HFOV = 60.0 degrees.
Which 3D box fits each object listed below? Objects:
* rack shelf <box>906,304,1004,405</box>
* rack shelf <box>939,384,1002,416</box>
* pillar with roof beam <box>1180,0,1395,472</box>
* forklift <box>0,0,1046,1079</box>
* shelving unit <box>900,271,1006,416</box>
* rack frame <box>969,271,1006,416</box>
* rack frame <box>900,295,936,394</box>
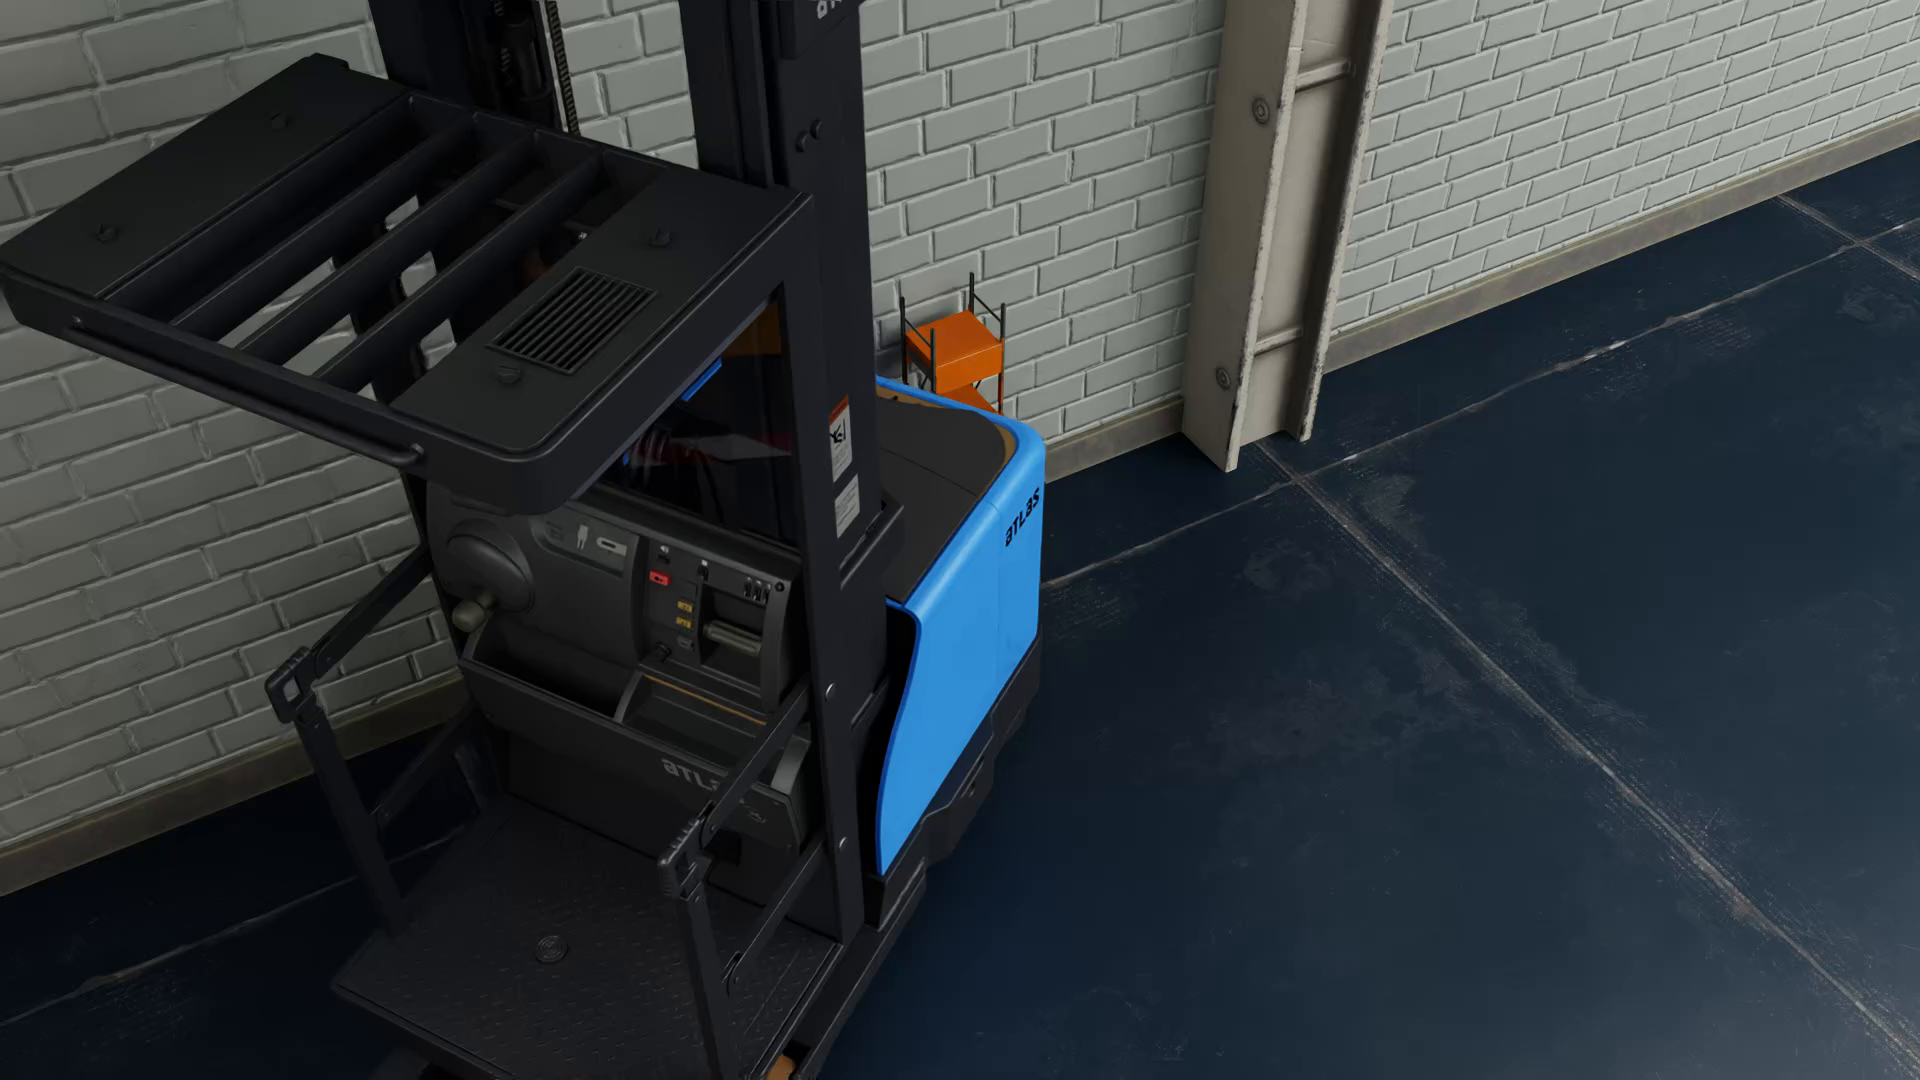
[{"bbox_3d":[-0.023,-0.537,5.157,0.240,0.259,0.215,-22,49,-21],"label":"rack shelf"},{"bbox_3d":[-0.023,-0.335,5.355,0.240,0.259,0.215,-22,49,-21],"label":"rack shelf"},{"bbox_3d":[3.196,-1.033,0.353,0.400,9.000,9.100,-22,48,-21],"label":"pillar with roof beam"},{"bbox_3d":[-0.866,0.181,3.459,1.130,2.935,3.031,19,47,19],"label":"forklift"},{"bbox_3d":[-0.023,-0.342,5.348,0.252,1.050,0.215,-22,49,-21],"label":"shelving unit"},{"bbox_3d":[0.082,-0.386,5.393,0.008,1.050,0.200,-22,49,-21],"label":"rack frame"},{"bbox_3d":[-0.128,-0.299,5.303,0.008,1.050,0.200,-22,49,-21],"label":"rack frame"}]
